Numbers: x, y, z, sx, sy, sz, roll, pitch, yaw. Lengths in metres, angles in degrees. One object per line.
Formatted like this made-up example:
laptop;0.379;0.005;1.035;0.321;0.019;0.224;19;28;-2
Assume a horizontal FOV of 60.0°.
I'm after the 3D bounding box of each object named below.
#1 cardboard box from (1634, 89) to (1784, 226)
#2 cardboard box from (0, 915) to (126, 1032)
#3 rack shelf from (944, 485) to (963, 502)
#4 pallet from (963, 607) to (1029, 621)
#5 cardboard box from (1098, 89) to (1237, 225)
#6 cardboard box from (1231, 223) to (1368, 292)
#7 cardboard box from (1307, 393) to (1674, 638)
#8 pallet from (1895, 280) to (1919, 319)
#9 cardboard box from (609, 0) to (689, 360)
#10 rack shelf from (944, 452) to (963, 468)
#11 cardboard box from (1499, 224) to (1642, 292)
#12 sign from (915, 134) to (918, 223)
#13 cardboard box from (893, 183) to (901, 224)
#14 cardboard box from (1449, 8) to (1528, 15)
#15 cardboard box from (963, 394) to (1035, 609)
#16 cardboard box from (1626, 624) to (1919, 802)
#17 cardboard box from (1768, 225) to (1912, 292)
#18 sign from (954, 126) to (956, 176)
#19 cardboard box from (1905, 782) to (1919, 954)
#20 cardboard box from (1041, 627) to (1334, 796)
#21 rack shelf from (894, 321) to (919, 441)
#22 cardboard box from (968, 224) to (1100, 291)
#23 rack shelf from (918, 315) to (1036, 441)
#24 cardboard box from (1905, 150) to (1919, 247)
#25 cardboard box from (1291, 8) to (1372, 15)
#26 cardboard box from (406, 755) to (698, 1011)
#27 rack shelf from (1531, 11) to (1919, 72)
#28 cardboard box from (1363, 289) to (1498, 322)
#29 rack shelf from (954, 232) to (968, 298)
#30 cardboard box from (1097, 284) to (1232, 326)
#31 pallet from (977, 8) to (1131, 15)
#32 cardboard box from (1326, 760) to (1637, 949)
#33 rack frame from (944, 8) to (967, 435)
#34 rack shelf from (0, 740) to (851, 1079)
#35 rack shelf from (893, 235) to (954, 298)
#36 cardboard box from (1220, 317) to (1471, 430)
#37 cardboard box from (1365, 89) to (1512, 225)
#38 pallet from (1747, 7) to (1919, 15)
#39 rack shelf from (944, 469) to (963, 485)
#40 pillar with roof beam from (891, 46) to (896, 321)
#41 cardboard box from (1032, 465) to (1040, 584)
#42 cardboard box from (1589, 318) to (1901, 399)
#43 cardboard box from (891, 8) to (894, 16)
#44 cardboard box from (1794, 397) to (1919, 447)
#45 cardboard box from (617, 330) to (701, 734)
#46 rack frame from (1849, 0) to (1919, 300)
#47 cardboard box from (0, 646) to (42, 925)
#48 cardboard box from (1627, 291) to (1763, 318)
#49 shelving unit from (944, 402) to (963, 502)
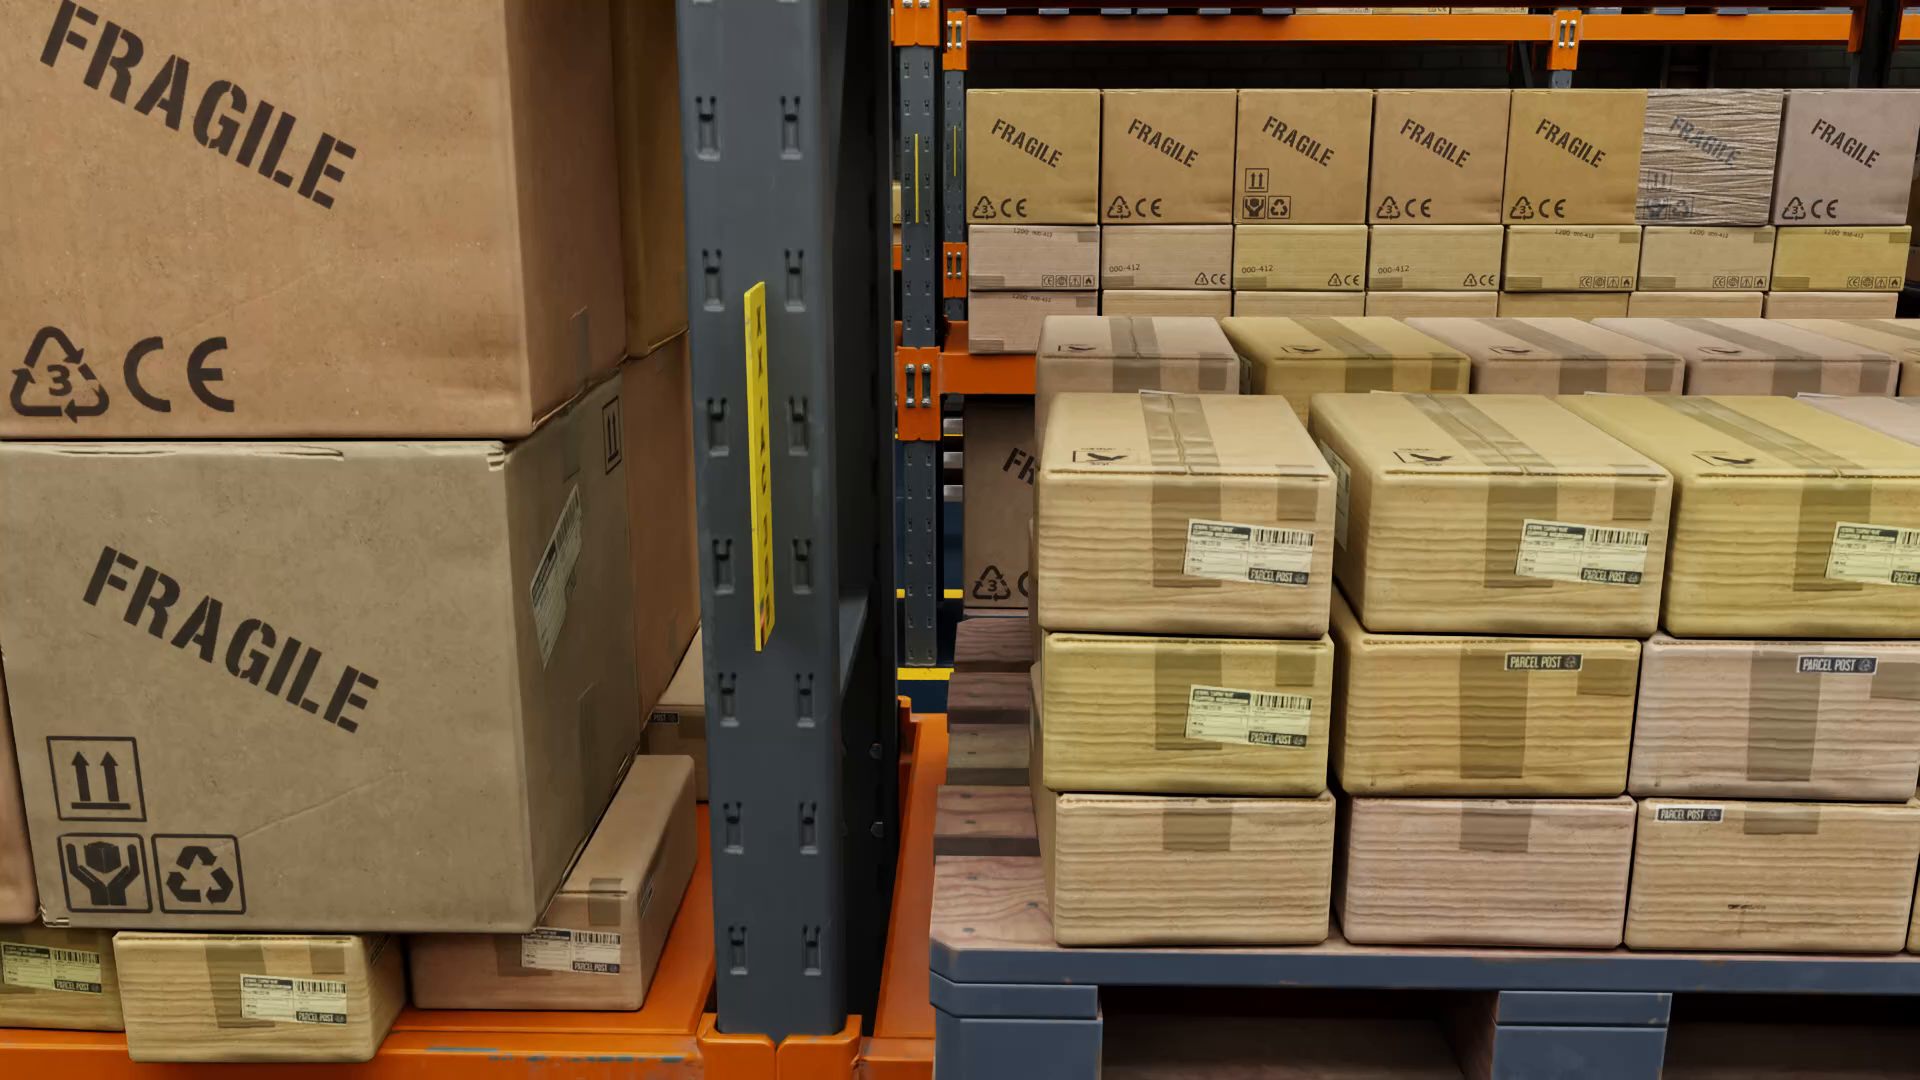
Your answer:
cardboard box;2.812;-1.493;6.464;0.500;0.500;0.500;1;15;2
cardboard box;-0.993;0.402;1.930;0.250;0.149;0.380;1;15;4
rack shelf;-0.008;-0.229;8.780;0.200;0.077;0.258;0;15;1
pallet;0.623;0.284;7.348;1.213;0.211;1.003;0;15;1
cardboard box;0.792;-1.509;6.524;0.500;0.500;0.500;0;15;1
cardboard box;1.308;-1.138;6.587;0.500;0.250;0.500;1;15;2
cardboard box;0.486;-0.036;1.599;0.250;0.149;0.380;1;15;3
pallet;4.564;-0.953;6.950;1.003;0.211;1.213;0;15;1
cardboard box;-0.620;-0.527;2.220;0.500;0.500;0.500;1;15;3
rack shelf;-0.008;-0.403;8.734;0.200;0.077;0.258;0;15;1
cardboard box;2.333;-1.132;6.564;0.500;0.250;0.500;0;15;0
sign;-0.163;-1.365;6.282;0.005;0.325;0.100;0;15;1
cardboard box;-0.542;-2.328;11.495;0.500;0.250;0.500;1;15;3
cardboard box;3.452;-3.609;11.053;0.500;0.250;0.500;0;15;0
cardboard box;0.472;-0.242;7.218;0.875;0.875;0.875;1;15;3
cardboard box;0.724;0.110;1.627;0.250;0.149;0.380;1;15;3
cardboard box;3.358;-1.131;6.562;0.500;0.250;0.500;0;15;1
sign;-0.033;-2.596;11.102;0.005;0.325;0.100;0;15;1
cardboard box;0.985;0.256;1.658;0.250;0.149;0.380;1;15;2
cardboard box;0.207;0.108;1.638;0.250;0.149;0.380;1;15;2
rack shelf;-2.149;-0.715;7.080;4.000;0.370;1.077;0;15;1
cardboard box;0.283;-1.144;6.611;0.500;0.250;0.500;0;15;0
rack shelf;1.849;-0.689;6.981;4.000;0.370;1.077;0;15;1
cardboard box;4.310;-1.487;6.993;0.500;0.500;0.500;0;15;0
cardboard box;2.450;-3.615;11.076;0.500;0.250;0.500;0;15;1
cardboard box;-0.467;0.393;1.965;0.250;0.149;0.380;0;15;1
rack shelf;5.971;-3.379;11.298;4.000;0.370;1.077;0;15;1
cardboard box;1.812;-0.891;6.631;0.500;0.250;0.500;0;15;1
rack shelf;1.972;-1.955;11.779;4.000;0.370;1.077;0;15;1
cardboard box;0.800;-0.904;6.681;0.500;0.250;0.500;0;15;0
pallet;0.623;-3.653;11.294;1.003;0.211;1.213;0;15;1
cardboard box;0.484;0.252;1.675;0.250;0.149;0.380;1;15;2
rack frame;-0.027;-2.316;11.737;0.127;3.000;1.000;0;15;1
rack shelf;-2.175;0.548;2.293;4.000;0.370;1.077;0;15;1
rack shelf;-2.026;-1.981;11.878;4.000;0.370;1.077;0;15;1
cardboard box;0.500;-0.202;2.227;0.250;0.149;0.380;0;15;0
cardboard box;1.810;-1.503;6.503;0.500;0.500;0.500;0;15;1
pallet;5.770;-3.660;11.324;1.213;0.211;1.003;1;15;4
rack shelf;-0.008;-0.316;8.757;0.200;0.077;0.258;0;15;1
pillar with roof beam;-0.810;-4.353;7.699;0.400;9.000;9.100;0;15;1
cardboard box;0.227;-0.060;2.273;0.250;0.149;0.380;1;15;3
cardboard box;1.020;-0.198;2.213;0.250;0.149;0.380;0;15;1
cardboard box;-0.394;-3.572;11.110;0.250;0.149;0.380;0;15;1
cardboard box;0.991;-0.031;1.582;0.250;0.149;0.380;0;15;1
cardboard box;-0.664;-0.046;2.357;0.500;0.500;0.500;0;15;0
rack frame;3.849;-1.024;6.840;0.127;3.000;1.000;0;15;1
cardboard box;-1.185;0.086;1.854;0.500;0.500;0.500;0;15;0
cardboard box;2.825;-0.888;6.618;0.500;0.250;0.500;1;15;2
shelving unit;-0.008;-0.435;8.725;0.210;0.900;0.258;0;15;1
